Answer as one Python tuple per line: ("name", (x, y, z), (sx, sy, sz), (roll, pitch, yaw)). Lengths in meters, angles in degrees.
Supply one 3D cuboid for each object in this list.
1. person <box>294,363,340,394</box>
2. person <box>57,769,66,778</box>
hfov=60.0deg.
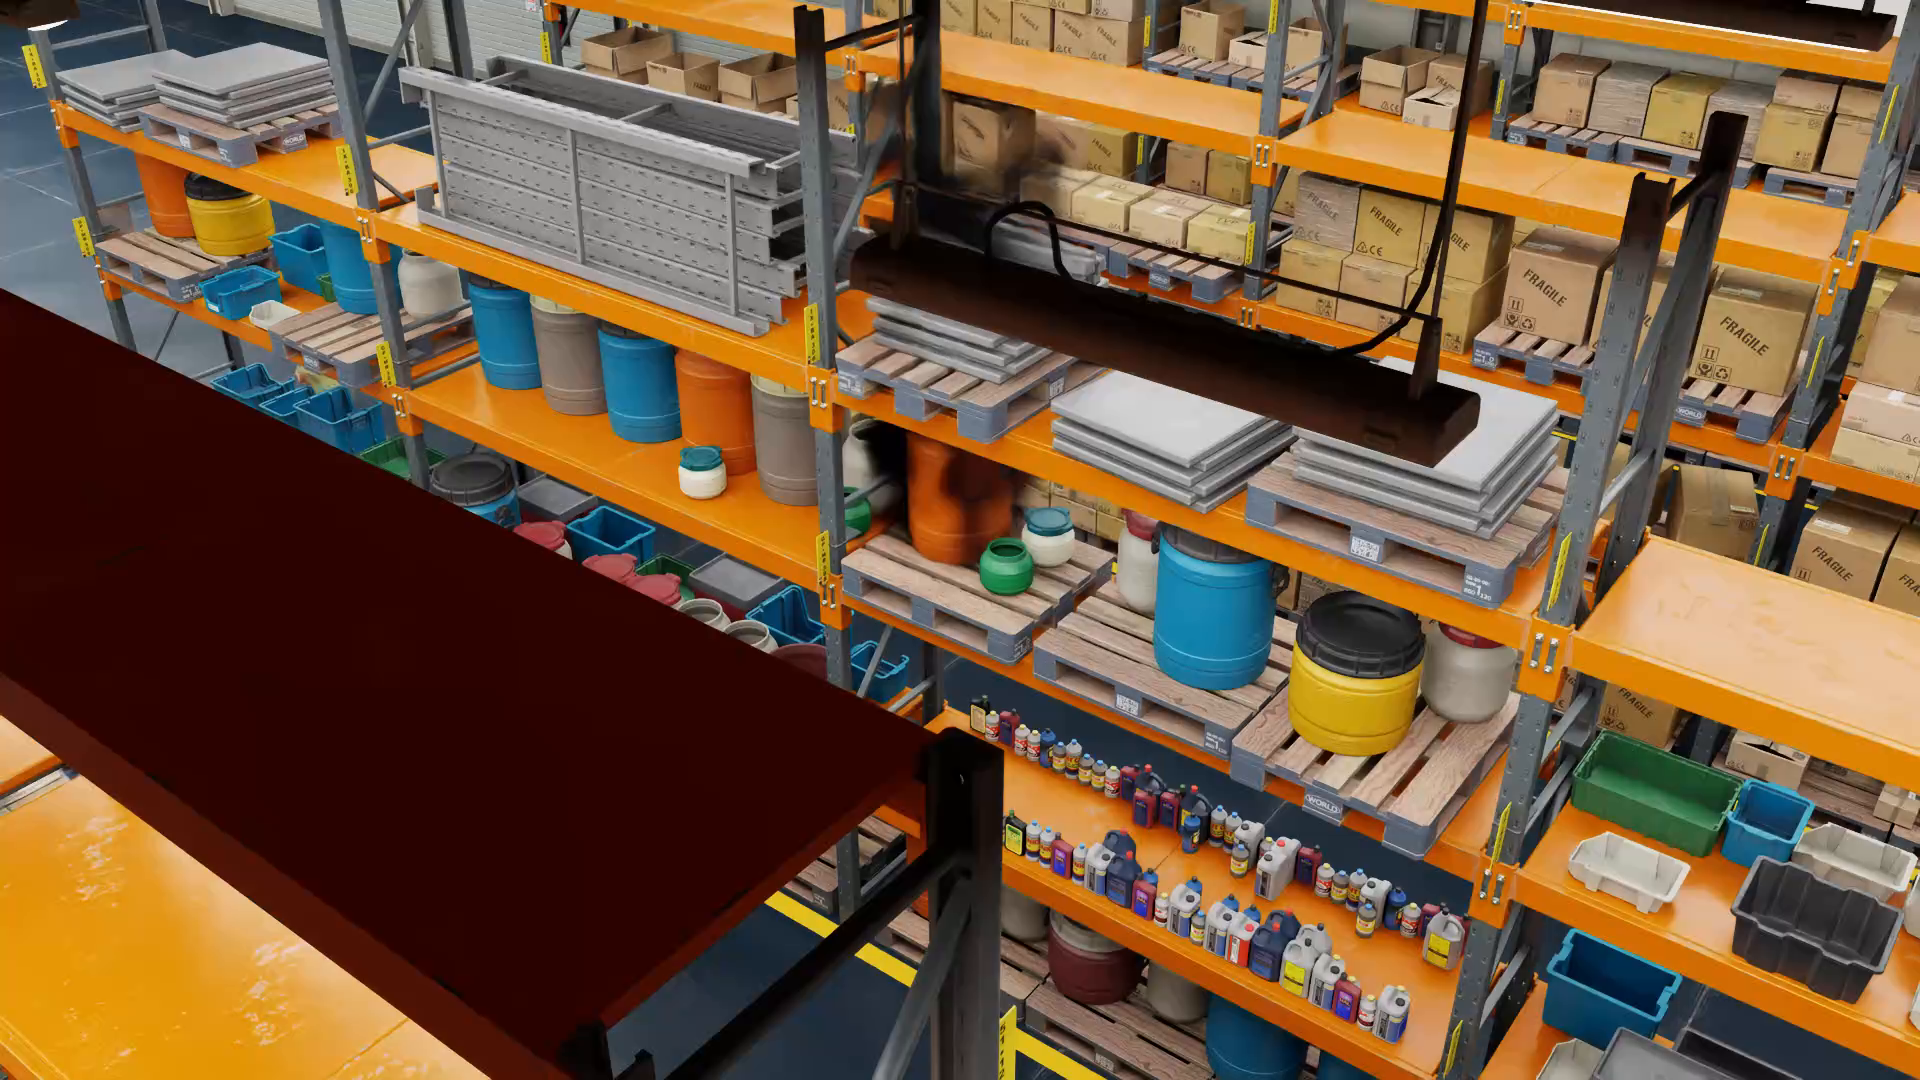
("person", (-6.115, -1.391, 15.979), (0.607, 1.678, 0.605), (9, 33, 15))
("person", (-6.031, 1.714, 10.868), (0.573, 1.660, 0.576), (21, 37, 30))
